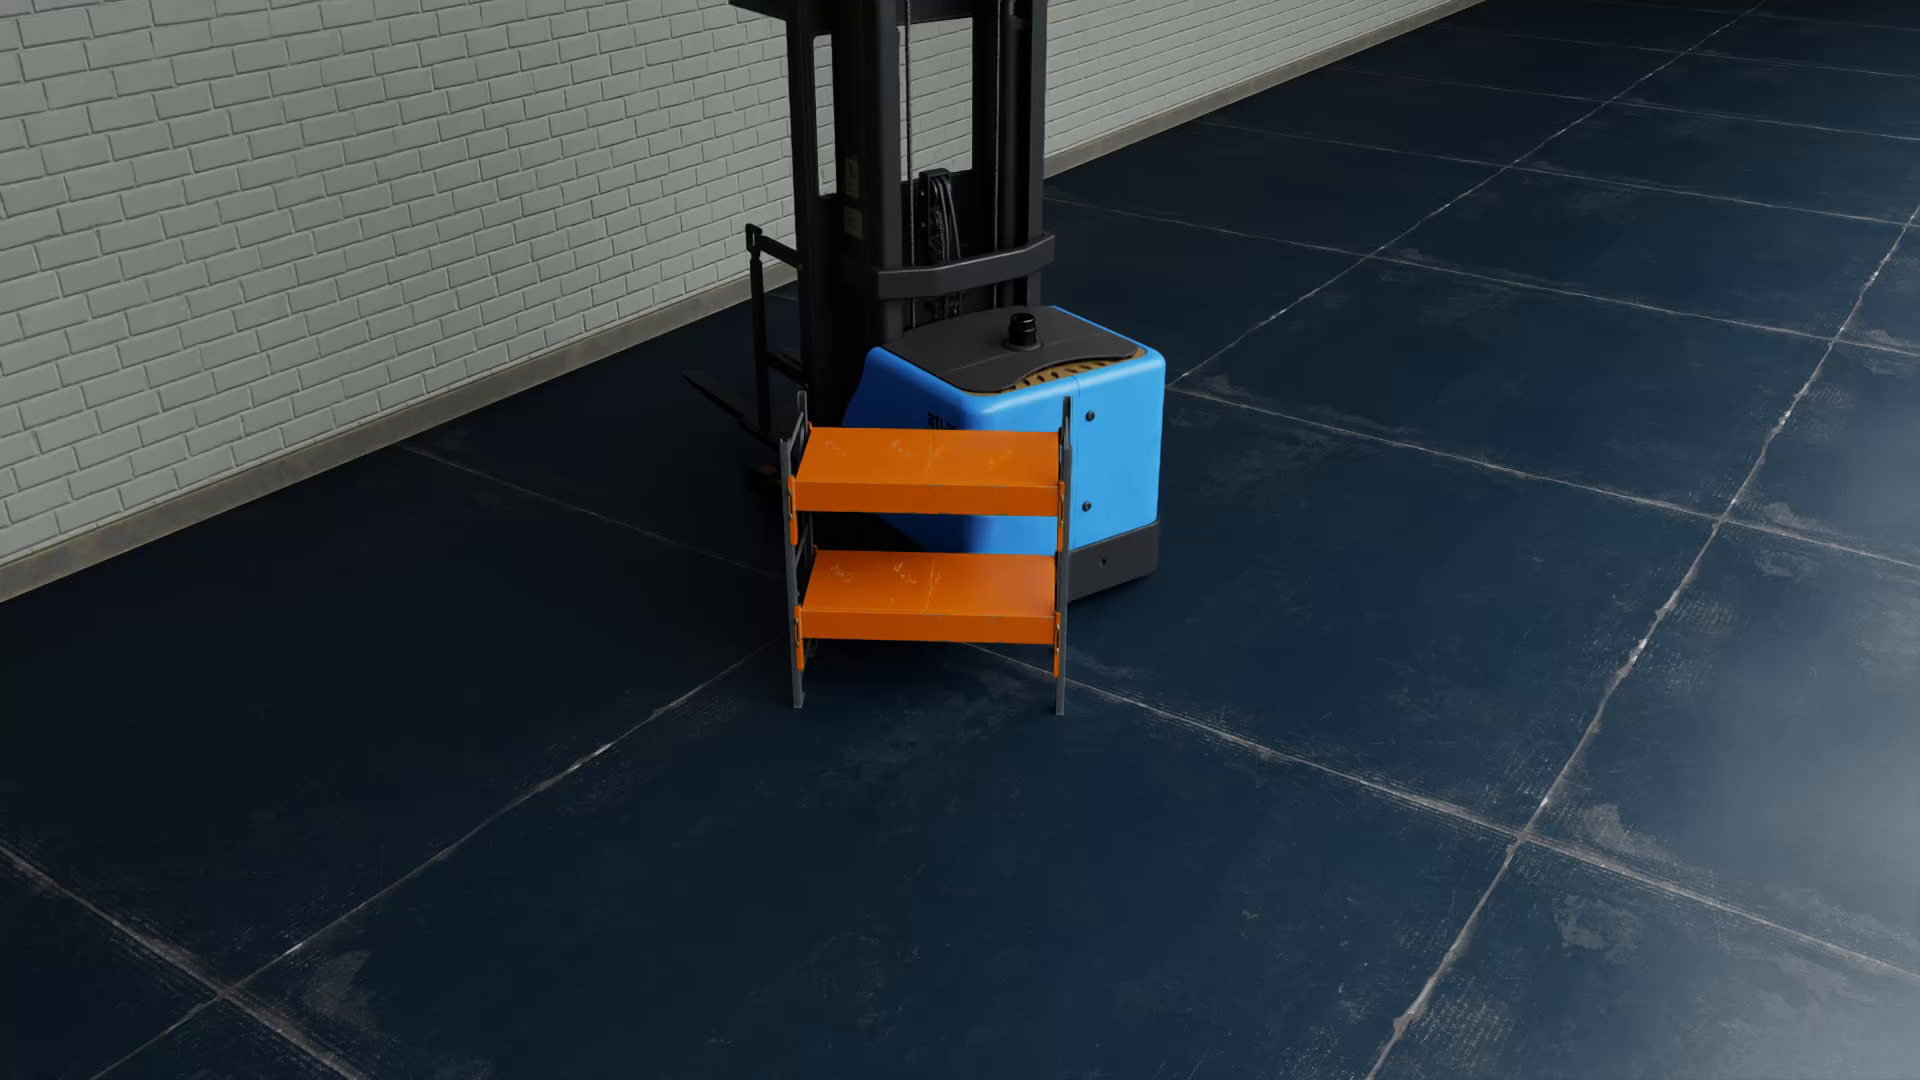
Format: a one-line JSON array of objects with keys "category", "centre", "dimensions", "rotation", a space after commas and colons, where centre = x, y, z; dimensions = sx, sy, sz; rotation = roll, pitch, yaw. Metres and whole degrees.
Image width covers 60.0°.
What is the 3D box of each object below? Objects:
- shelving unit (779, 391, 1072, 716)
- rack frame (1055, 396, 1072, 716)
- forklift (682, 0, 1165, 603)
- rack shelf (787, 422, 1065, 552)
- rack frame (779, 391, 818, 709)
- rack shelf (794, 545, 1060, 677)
[{"category": "shelving unit", "centre": [-0.111, 0.052, 6.407], "dimensions": [1.048, 1.125, 0.538], "rotation": [1, 27, 3]}, {"category": "rack frame", "centre": [0.396, 0.064, 6.384], "dimensions": [0.032, 1.125, 0.500], "rotation": [1, 27, 3]}, {"category": "forklift", "centre": [-0.379, -1.548, 7.560], "dimensions": [1.130, 2.935, 3.031], "rotation": [-17, 32, -31]}, {"category": "rack shelf", "centre": [-0.111, -0.208, 6.274], "dimensions": [1.000, 0.278, 0.538], "rotation": [1, 27, 3]}, {"category": "rack frame", "centre": [-0.619, 0.041, 6.430], "dimensions": [0.032, 1.125, 0.500], "rotation": [1, 27, 3]}, {"category": "rack shelf", "centre": [-0.111, 0.270, 6.518], "dimensions": [1.000, 0.278, 0.538], "rotation": [1, 27, 3]}]
